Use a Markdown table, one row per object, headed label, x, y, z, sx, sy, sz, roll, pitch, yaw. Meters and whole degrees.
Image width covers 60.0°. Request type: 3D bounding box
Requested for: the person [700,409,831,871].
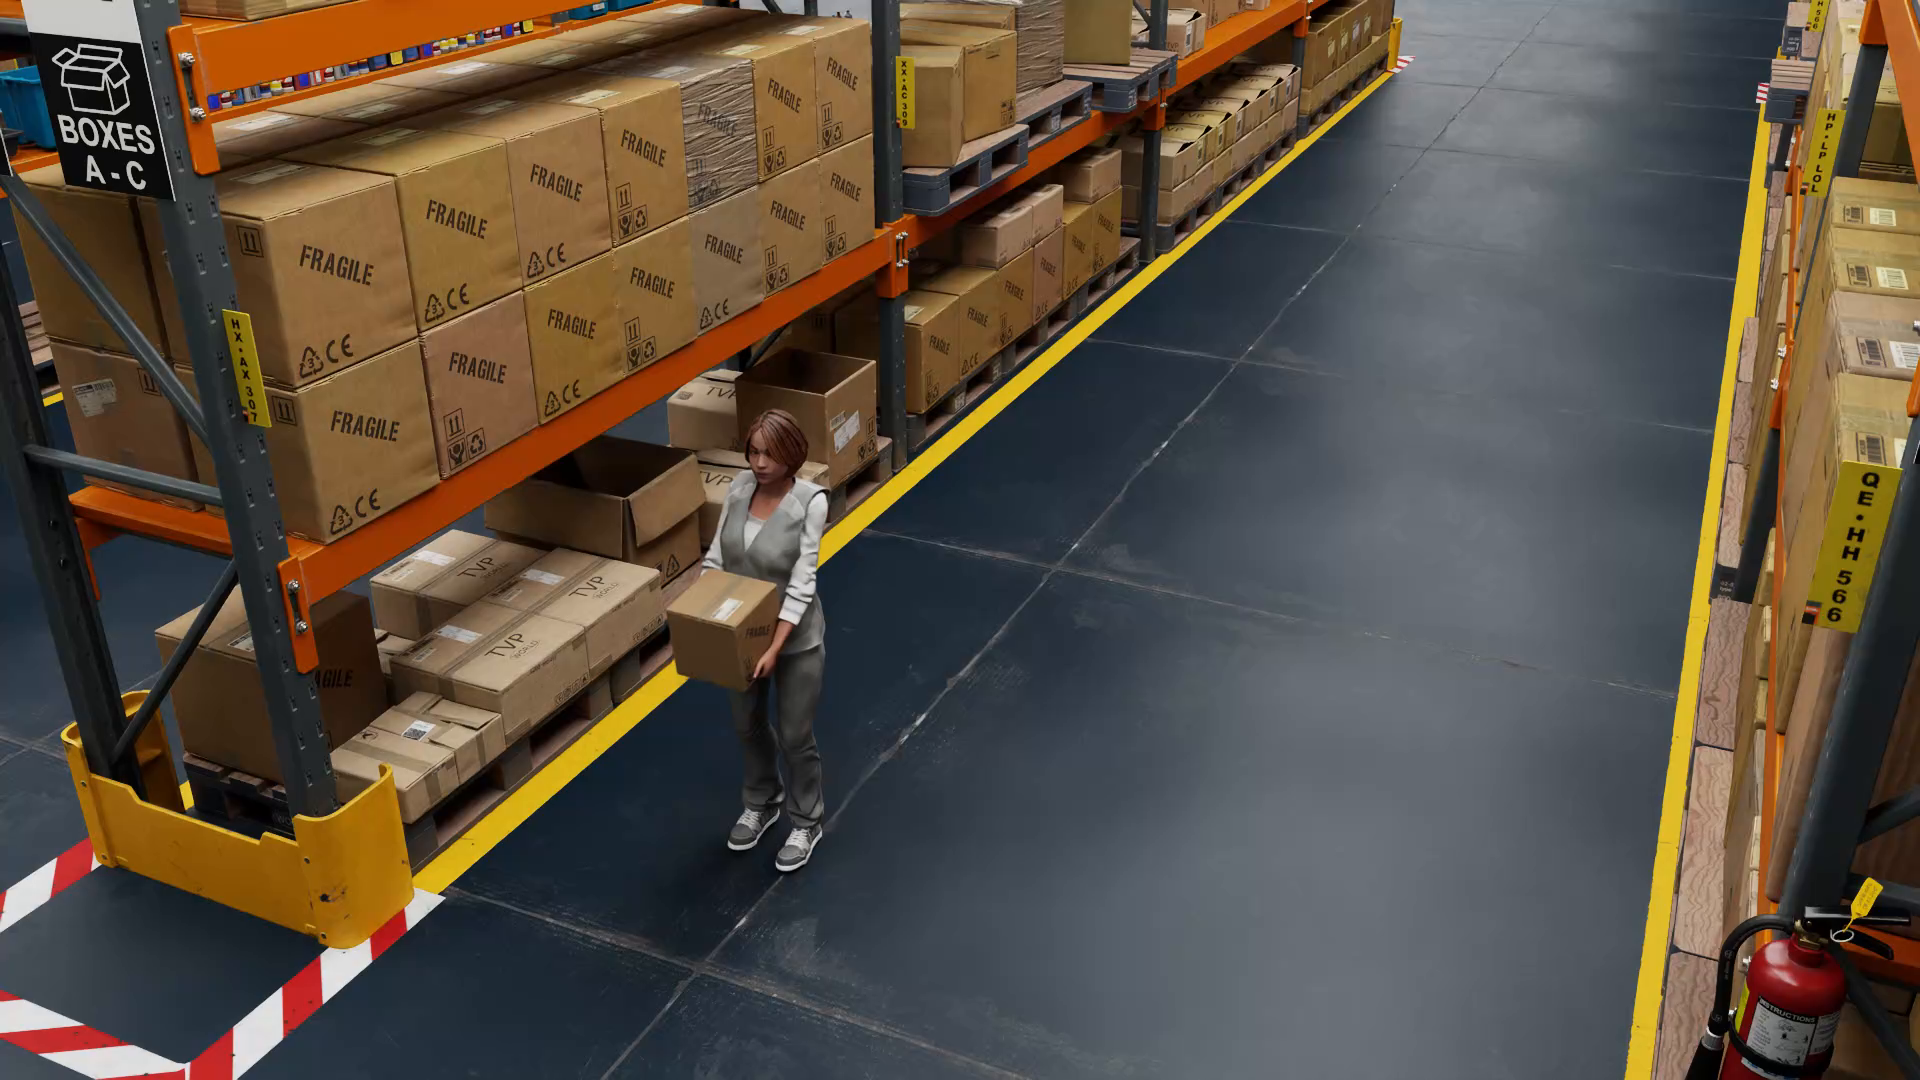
| label | x | y | z | sx | sy | sz | roll | pitch | yaw |
| --- | --- | --- | --- | --- | --- | --- | --- | --- | --- |
| person | -0.649 | 0.361 | 5.409 | 0.405 | 1.594 | 0.489 | 12 | 29 | 23 |
